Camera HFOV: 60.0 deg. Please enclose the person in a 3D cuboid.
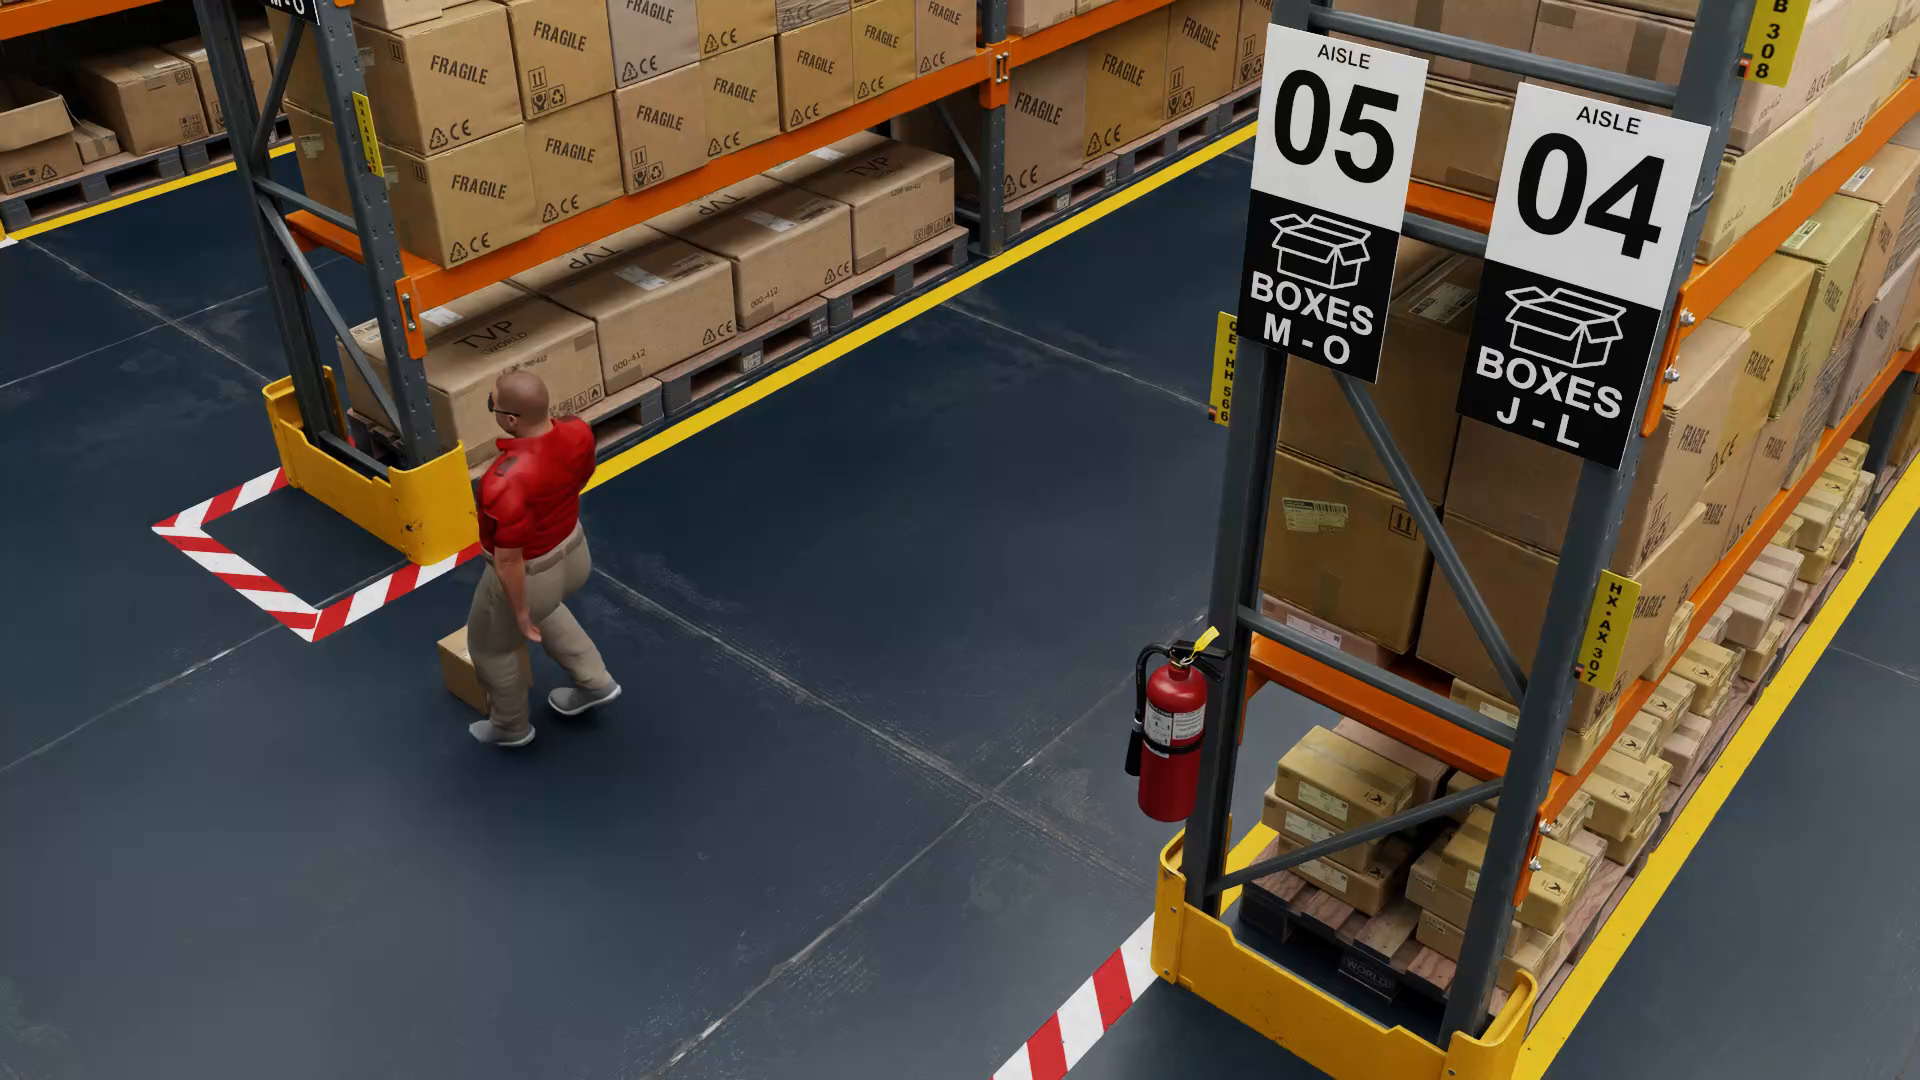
[{"bbox_3d":[-1.631,0.089,6.112,0.635,1.739,0.590,16,38,22],"label":"person"}]
